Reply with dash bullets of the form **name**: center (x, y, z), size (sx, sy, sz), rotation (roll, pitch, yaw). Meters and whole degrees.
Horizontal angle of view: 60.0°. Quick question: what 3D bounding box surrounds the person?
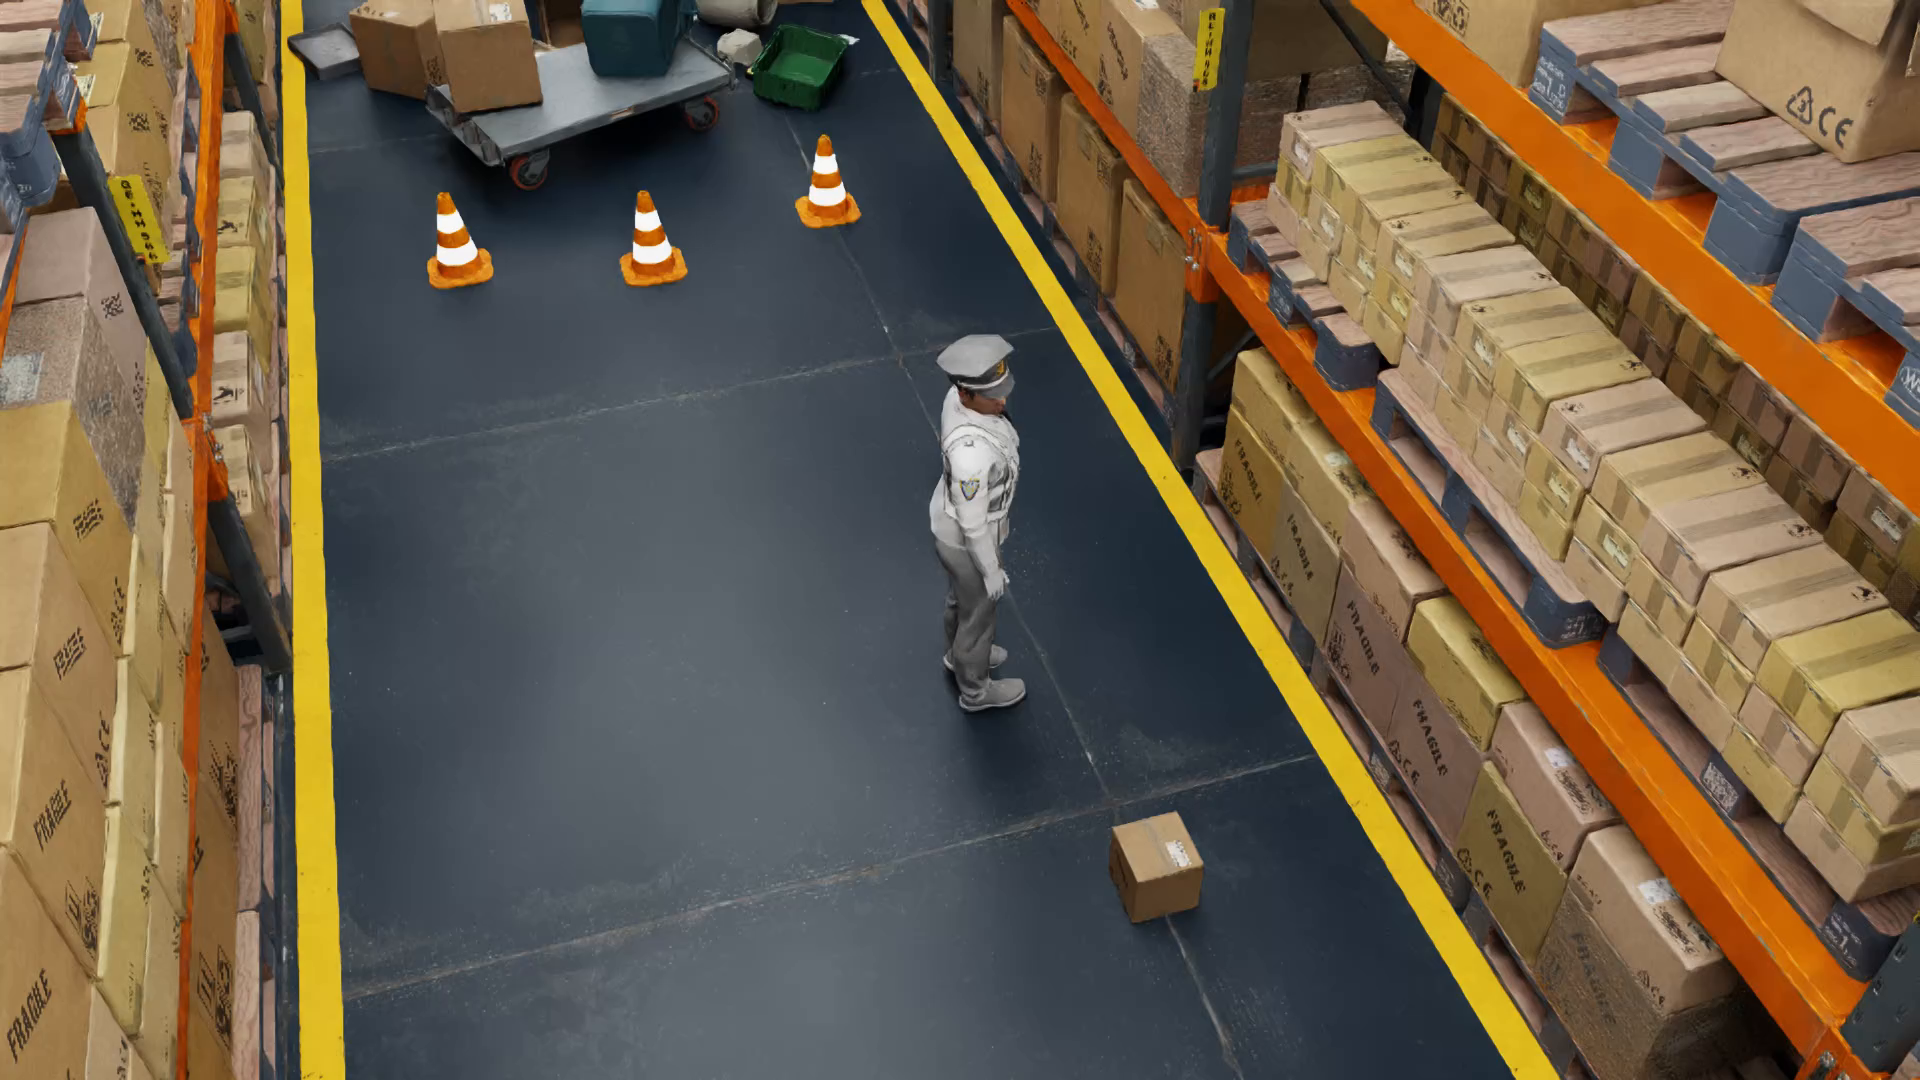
- **person**: center (0.077, -0.020, 6.170), size (0.377, 1.721, 0.534), rotation (-1, 42, -1)
